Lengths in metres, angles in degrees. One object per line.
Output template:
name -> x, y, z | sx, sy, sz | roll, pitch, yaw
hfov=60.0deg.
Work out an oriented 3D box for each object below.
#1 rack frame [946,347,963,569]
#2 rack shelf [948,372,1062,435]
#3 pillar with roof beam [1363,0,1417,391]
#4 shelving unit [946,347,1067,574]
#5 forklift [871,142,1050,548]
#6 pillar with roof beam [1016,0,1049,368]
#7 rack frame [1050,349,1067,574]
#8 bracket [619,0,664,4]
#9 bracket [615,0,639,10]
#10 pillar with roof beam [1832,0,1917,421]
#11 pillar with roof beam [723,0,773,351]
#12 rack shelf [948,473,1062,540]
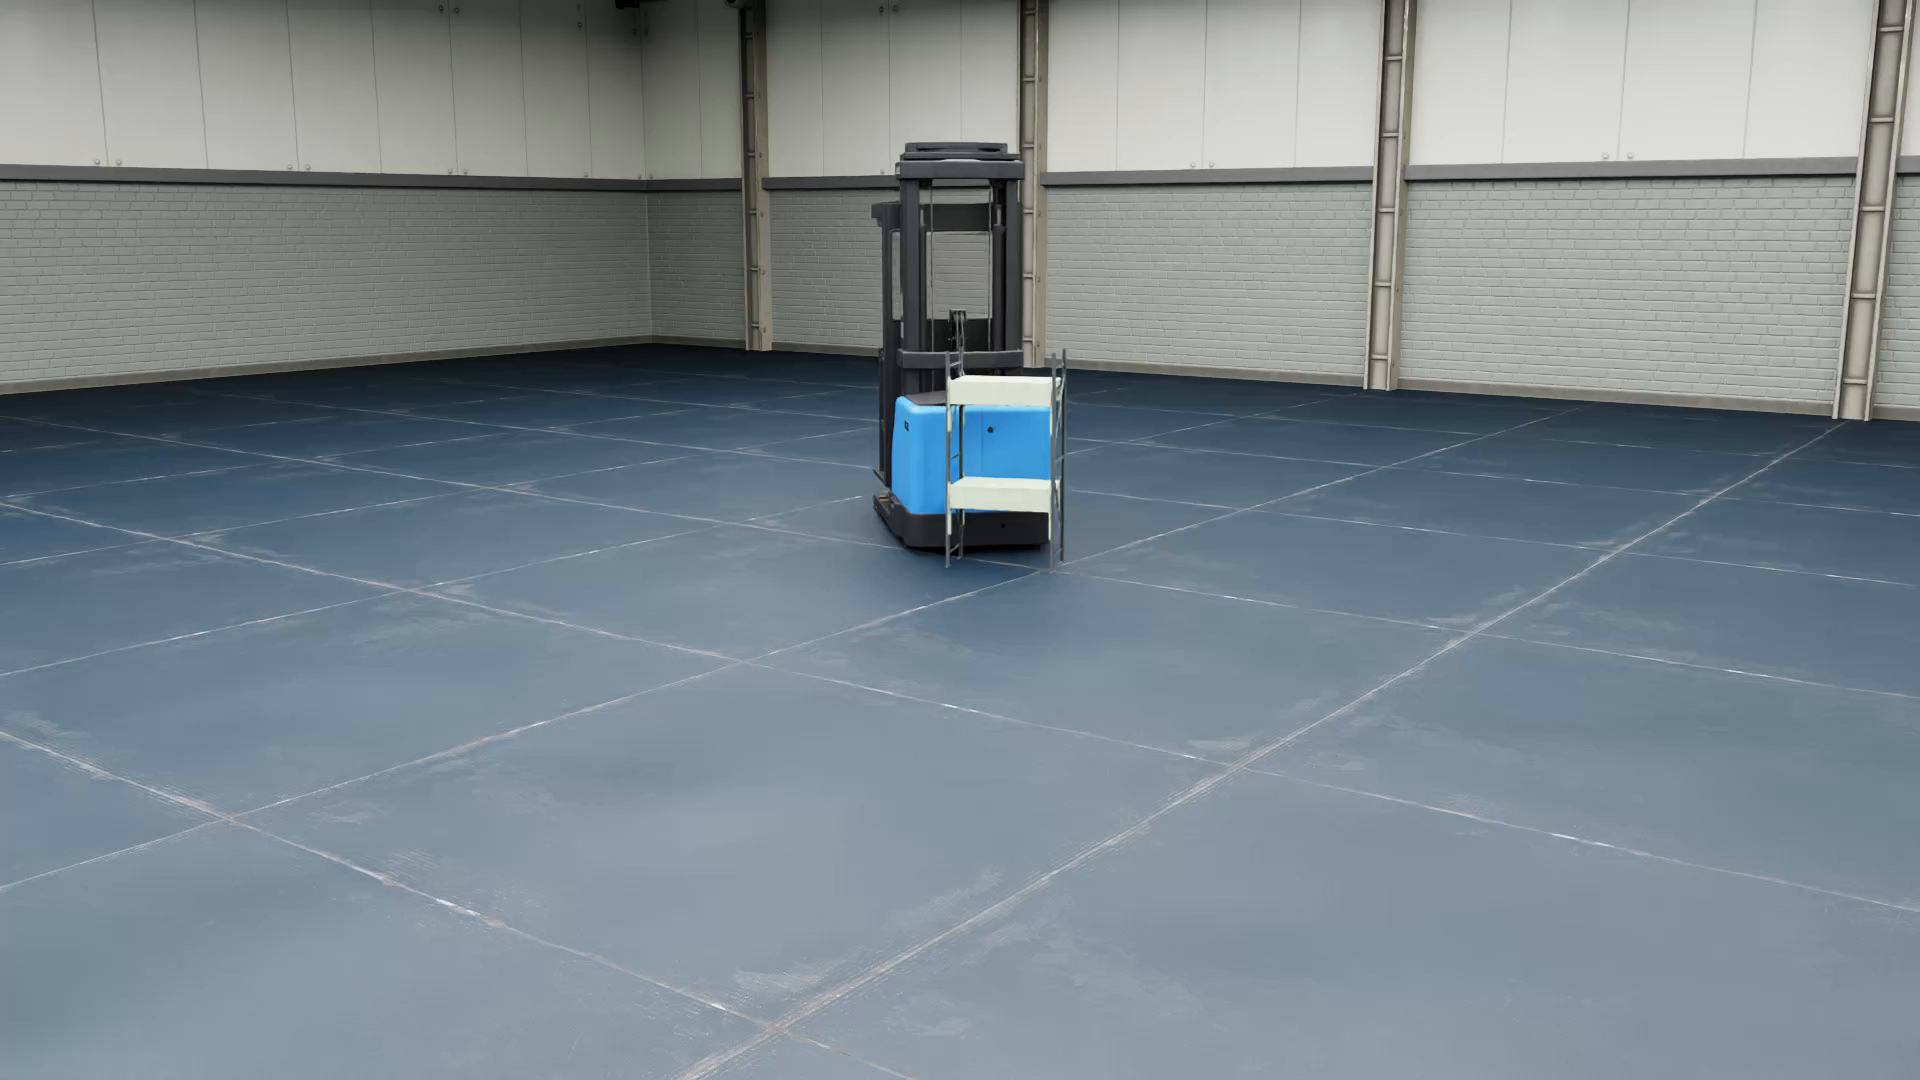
rack frame -> -0.037, -0.576, 11.556 | 0.023, 1.500, 0.400 | 3, 11, 14
rack shelf -> 0.317, -0.941, 11.392 | 0.720, 0.370, 0.431 | 3, 11, 14
pillar with roof beam -> 3.430, -5.908, 19.376 | 0.400, 9.000, 9.100 | 8, 13, 36
shelving unit -> 0.317, -0.558, 11.467 | 0.755, 1.500, 0.431 | 3, 11, 14
forklift -> -0.099, -1.612, 13.144 | 1.130, 2.935, 3.031 | -2, 11, -10
pillar with roof beam -> -1.406, -6.583, 22.863 | 0.400, 9.000, 9.100 | 8, 13, 36
rack frame -> 0.672, -0.541, 11.377 | 0.023, 1.500, 0.400 | 3, 11, 14
bracket -> -5.672, -9.876, 30.409 | 3.189, 0.066, 0.076 | 8, 13, 36
bracket -> -6.148, -9.942, 30.752 | 0.430, 0.232, 0.235 | 8, 13, 36
pillar with roof beam -> 8.266, -5.233, 15.889 | 0.400, 9.000, 9.100 | 8, 13, 36
pillar with roof beam -> -6.242, -7.257, 26.350 | 0.548, 9.000, 9.100 | 8, 13, 36
rack shelf -> 0.317, -0.238, 11.528 | 0.720, 0.370, 0.431 | 3, 11, 14
